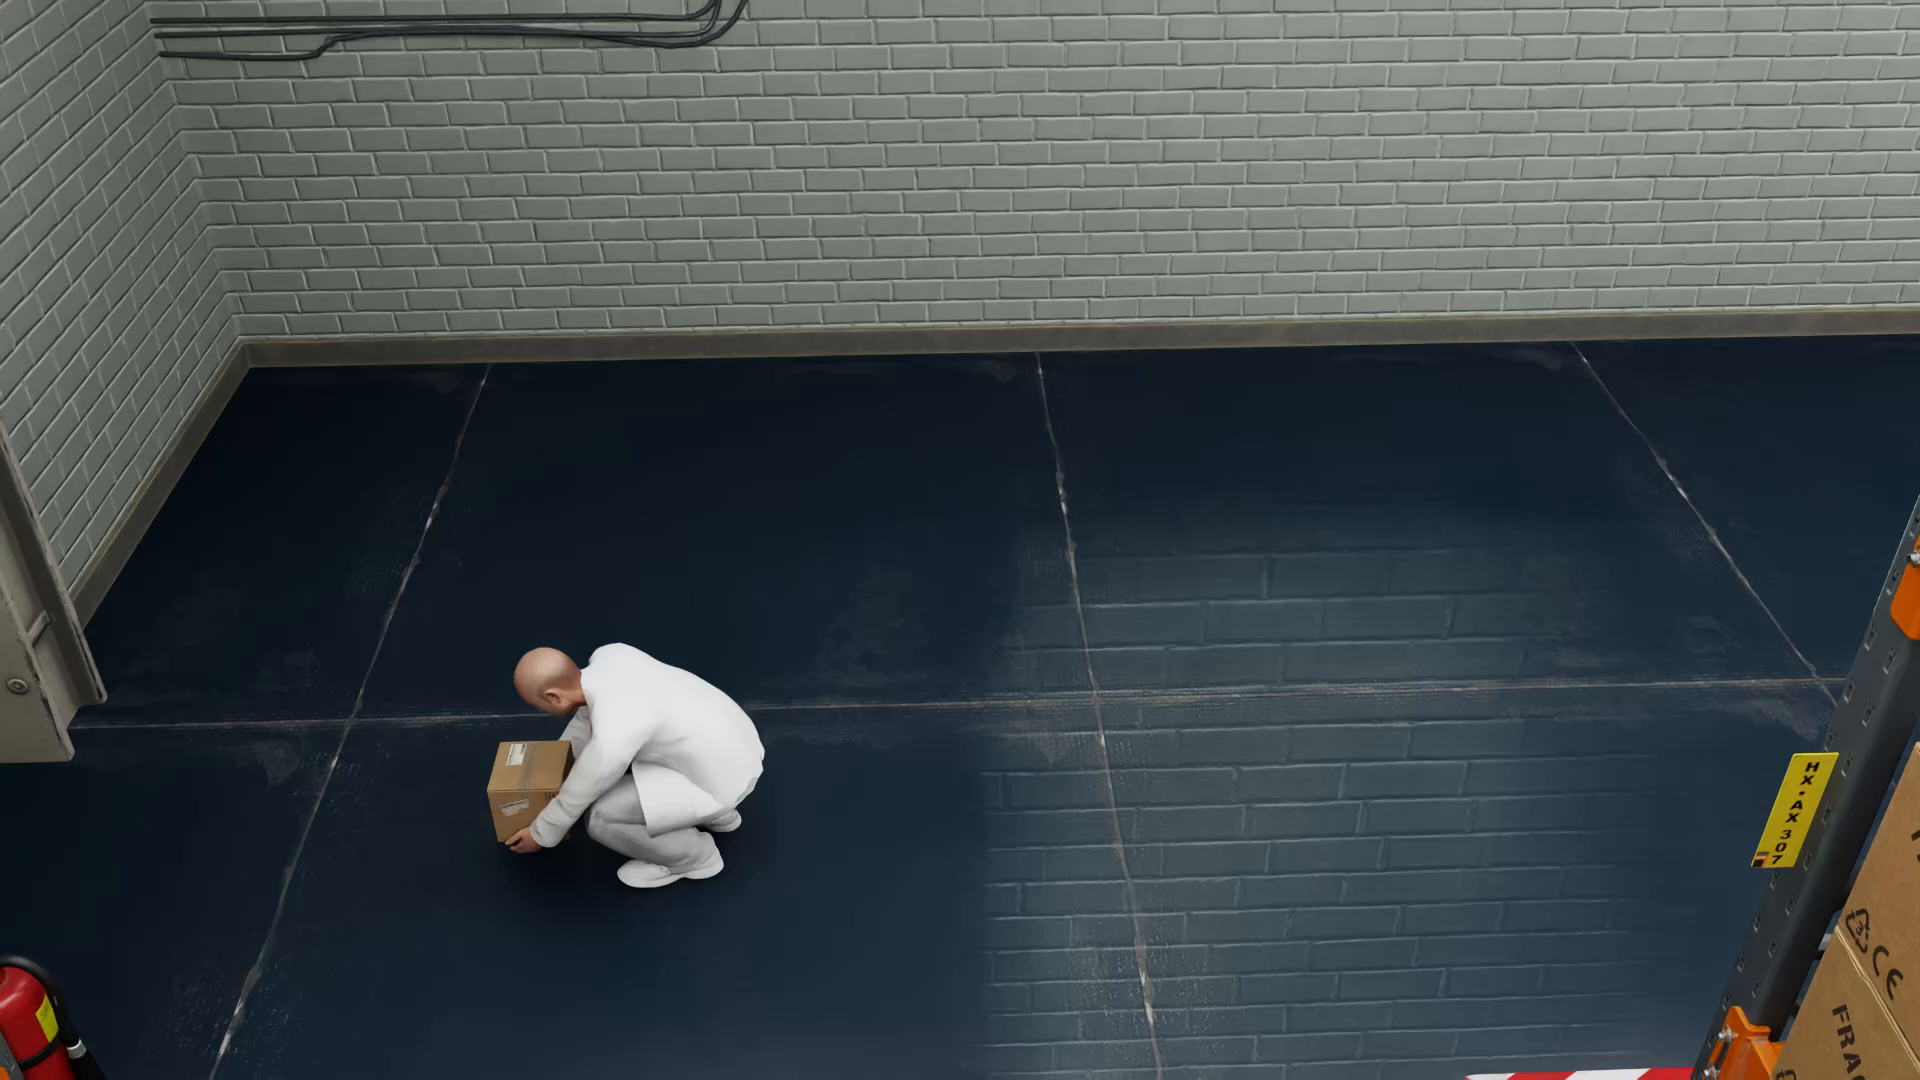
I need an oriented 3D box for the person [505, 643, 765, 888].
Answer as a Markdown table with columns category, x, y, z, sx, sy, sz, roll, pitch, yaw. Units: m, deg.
| category | x | y | z | sx | sy | sz | roll | pitch | yaw |
| --- | --- | --- | --- | --- | --- | --- | --- | --- | --- |
| person | -1.142 | 0.740 | 5.782 | 0.906 | 0.995 | 0.605 | -1 | 35 | -2 |
